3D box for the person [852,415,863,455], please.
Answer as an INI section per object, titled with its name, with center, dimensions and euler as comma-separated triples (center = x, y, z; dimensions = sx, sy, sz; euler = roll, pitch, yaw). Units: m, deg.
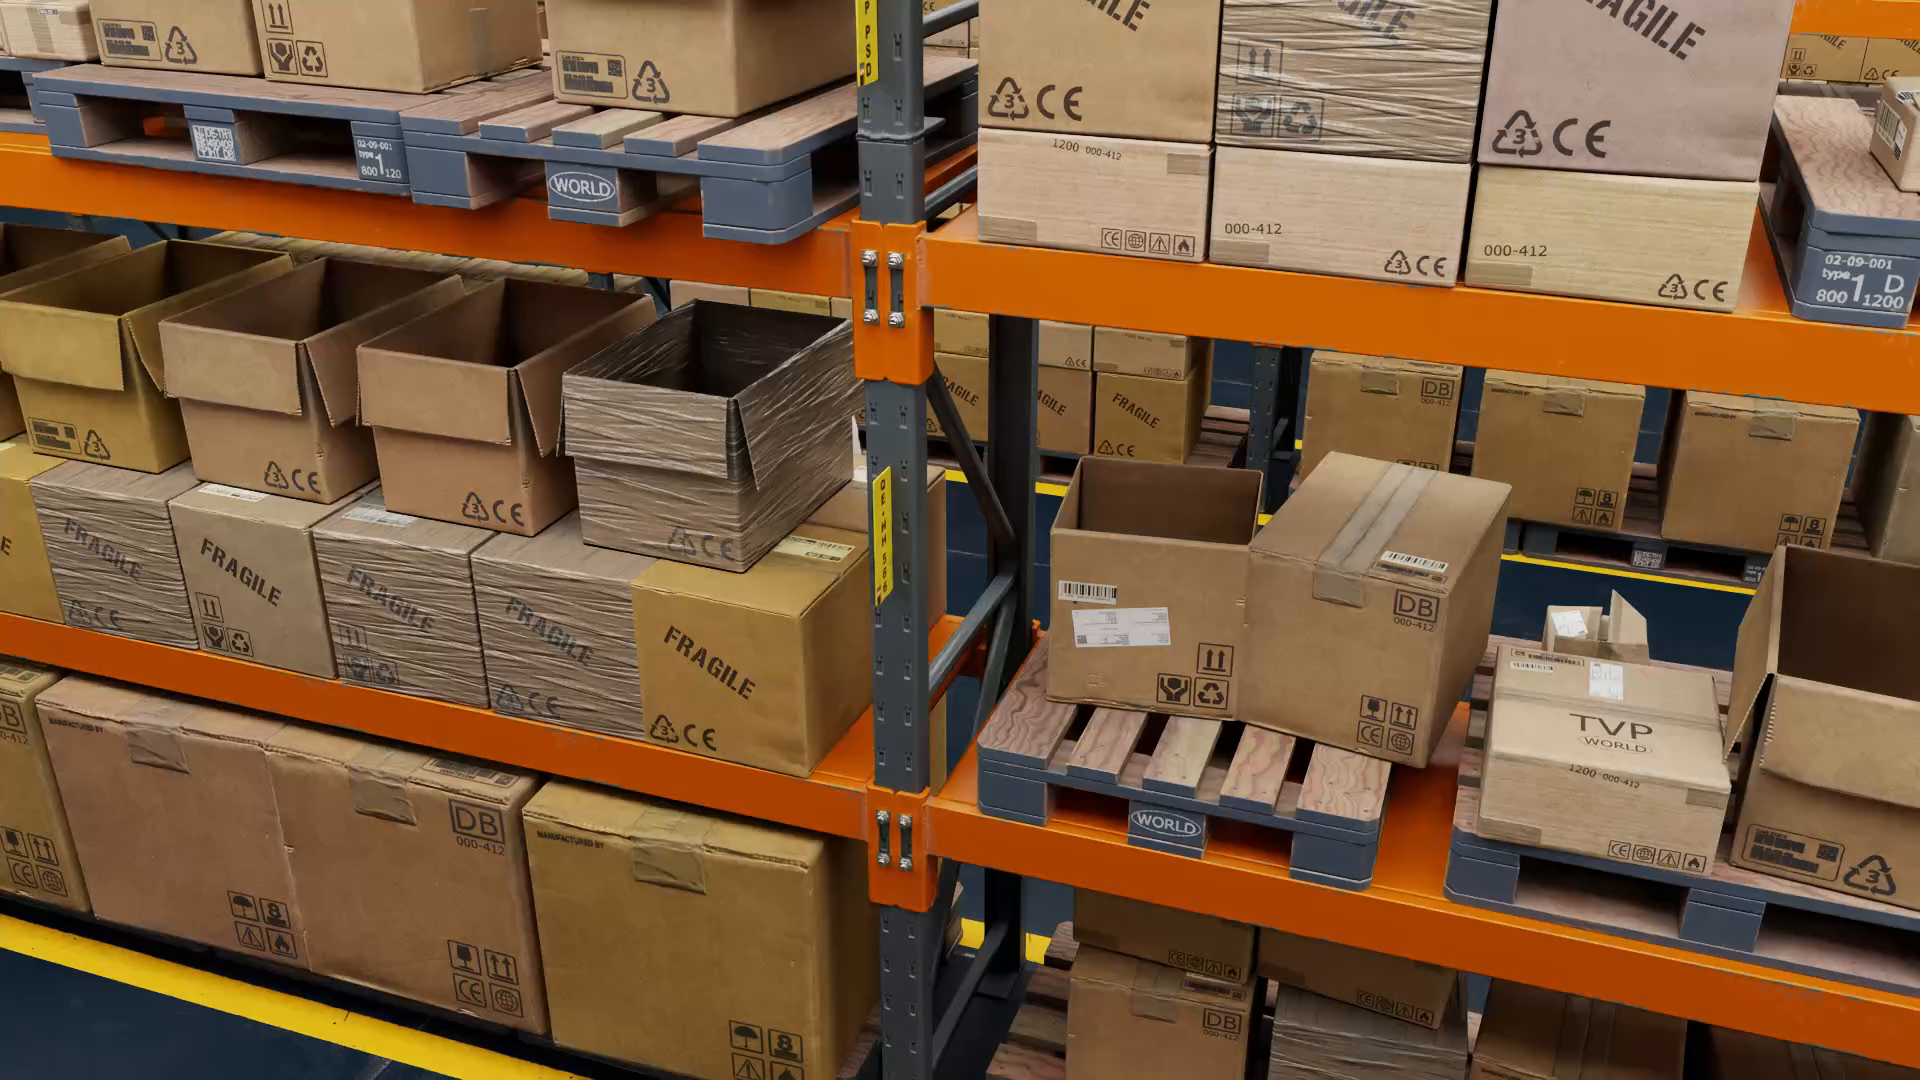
[person]
center = -0.598, -0.006, 6.721
dimensions = 0.452, 1.778, 0.607
euler = 9, 27, 18
